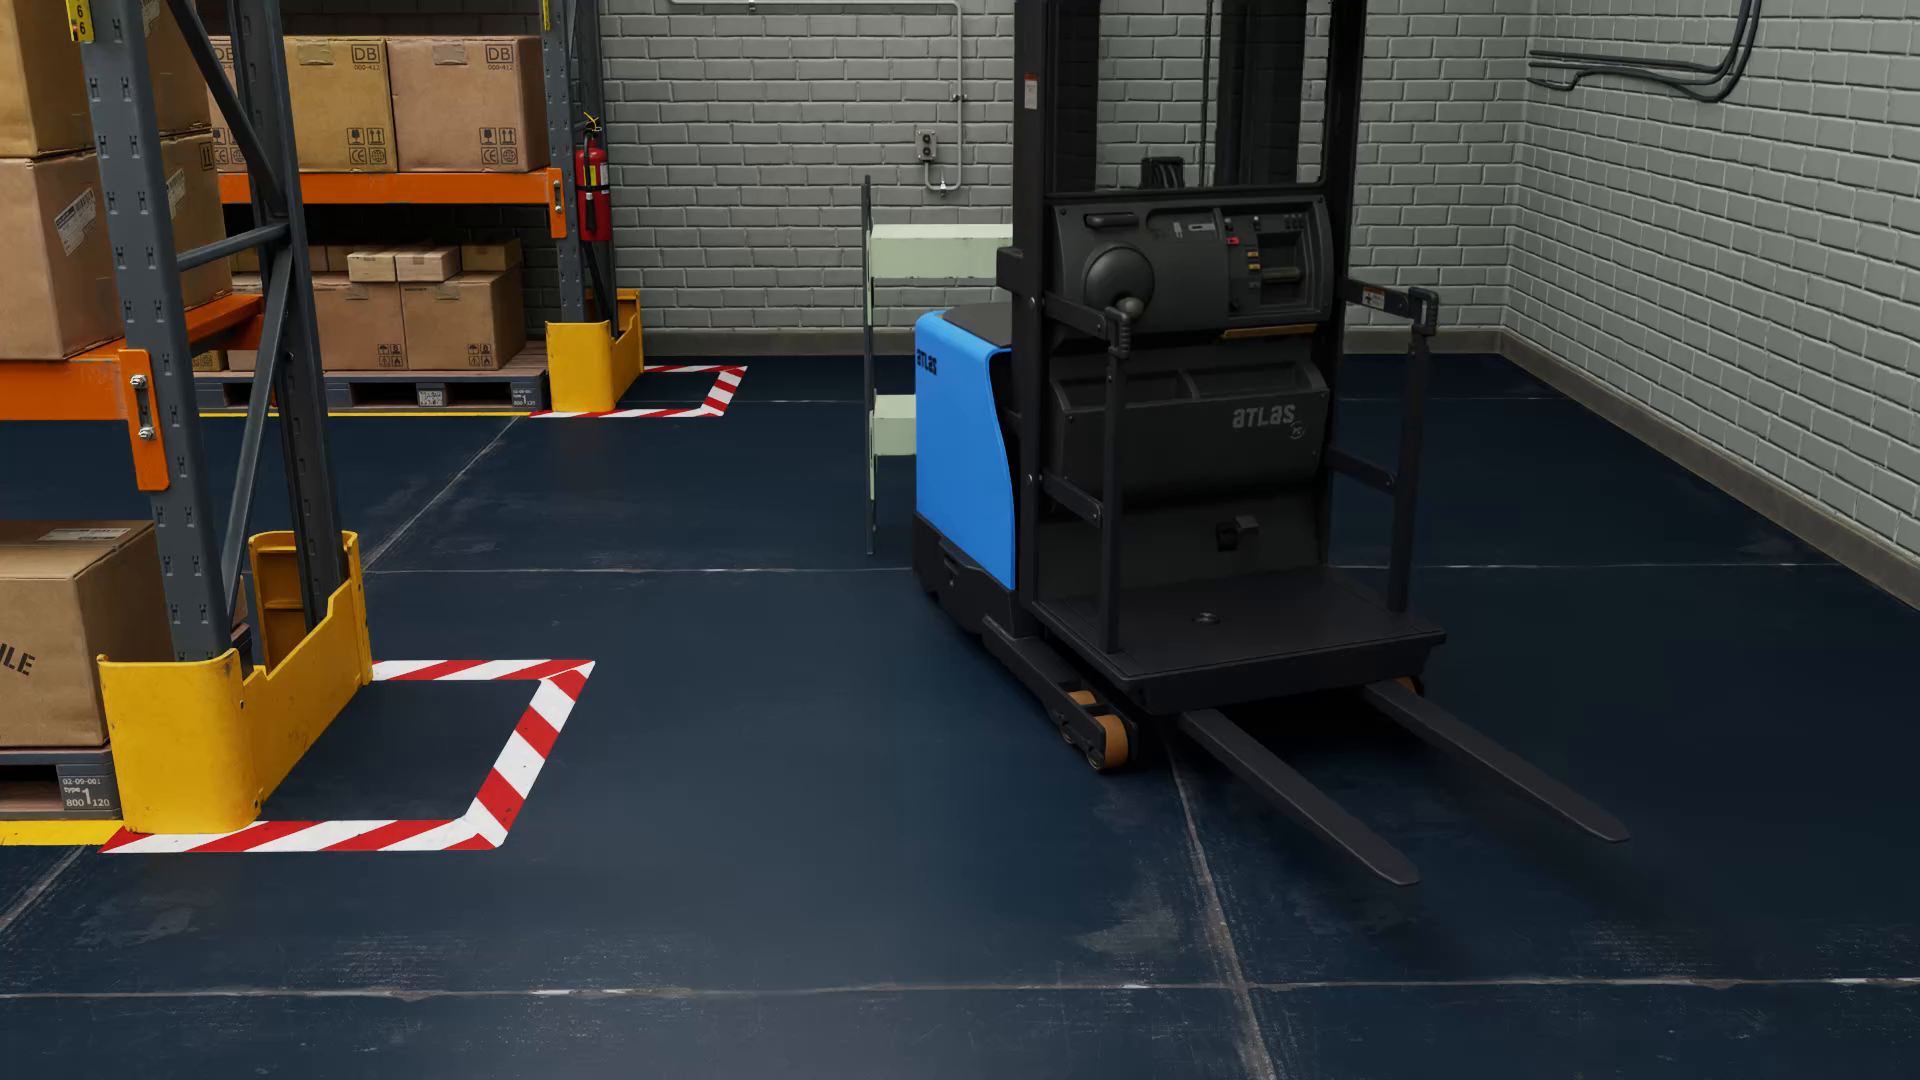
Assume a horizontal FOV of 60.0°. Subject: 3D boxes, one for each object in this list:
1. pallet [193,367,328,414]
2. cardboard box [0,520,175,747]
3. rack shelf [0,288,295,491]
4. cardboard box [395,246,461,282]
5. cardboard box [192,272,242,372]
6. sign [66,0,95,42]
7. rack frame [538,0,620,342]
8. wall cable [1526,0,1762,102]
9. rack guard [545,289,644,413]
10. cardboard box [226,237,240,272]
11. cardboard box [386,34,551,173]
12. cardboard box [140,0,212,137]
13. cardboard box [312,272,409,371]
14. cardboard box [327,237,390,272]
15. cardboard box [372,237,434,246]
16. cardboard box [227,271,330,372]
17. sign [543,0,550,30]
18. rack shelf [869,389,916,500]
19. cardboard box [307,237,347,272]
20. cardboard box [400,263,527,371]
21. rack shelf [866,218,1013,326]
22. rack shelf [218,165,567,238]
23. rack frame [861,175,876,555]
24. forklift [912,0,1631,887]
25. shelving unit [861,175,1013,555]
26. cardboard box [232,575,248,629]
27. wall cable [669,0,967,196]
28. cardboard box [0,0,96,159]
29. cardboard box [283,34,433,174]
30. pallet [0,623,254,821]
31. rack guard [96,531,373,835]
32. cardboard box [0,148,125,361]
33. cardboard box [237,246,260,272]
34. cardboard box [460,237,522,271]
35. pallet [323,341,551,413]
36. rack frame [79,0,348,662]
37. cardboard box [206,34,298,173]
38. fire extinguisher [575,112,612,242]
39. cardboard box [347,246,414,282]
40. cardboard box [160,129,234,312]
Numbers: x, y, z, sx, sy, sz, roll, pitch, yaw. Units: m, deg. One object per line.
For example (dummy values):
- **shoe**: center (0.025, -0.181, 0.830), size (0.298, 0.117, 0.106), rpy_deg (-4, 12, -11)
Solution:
- **pallet**: center (-4.161, -0.956, 9.682), size (1.213, 0.211, 1.003), rpy_deg (0, 18, -1)
- **cardboard box**: center (-2.604, 0.255, 4.714), size (0.500, 0.500, 0.500), rpy_deg (0, 18, -1)
- **rack shelf**: center (-4.064, -0.451, 4.722), size (4.000, 0.370, 1.077), rpy_deg (0, 18, -1)
- **cardboard box**: center (-2.970, -1.545, 9.296), size (0.250, 0.149, 0.380), rpy_deg (0, 18, -2)
- **cardboard box**: center (-4.381, -1.282, 9.540), size (0.500, 0.500, 0.700), rpy_deg (0, 18, 0)
- **sign**: center (-2.075, -1.336, 3.888), size (0.005, 0.325, 0.100), rpy_deg (0, 18, -1)
- **rack frame**: center (-2.146, -2.317, 9.358), size (0.127, 3.000, 1.000), rpy_deg (0, 18, -1)
- **wall cable**: center (3.515, -3.613, 8.661), size (0.112, 2.526, 3.097), rpy_deg (0, 18, -1)
- **rack guard**: center (-2.122, -1.126, 9.741), size (0.348, 0.500, 1.175), rpy_deg (0, 18, -1)
- **cardboard box**: center (-4.243, -1.655, 9.639), size (0.250, 0.149, 0.380), rpy_deg (-1, 18, -2)
- **cardboard box**: center (-2.656, -2.454, 9.295), size (0.700, 0.700, 0.980), rpy_deg (1, 18, 2)
- **cardboard box**: center (-2.512, -1.406, 4.718), size (0.500, 0.500, 0.500), rpy_deg (0, 18, 1)
- **cardboard box**: center (-3.345, -1.290, 9.563), size (0.500, 0.500, 0.700), rpy_deg (0, 18, -1)
- **cardboard box**: center (-3.479, -1.659, 9.652), size (0.250, 0.149, 0.380), rpy_deg (0, 18, 0)
- **cardboard box**: center (-3.229, -1.660, 9.655), size (0.250, 0.149, 0.380), rpy_deg (0, 18, -1)
- **cardboard box**: center (-3.848, -1.287, 9.555), size (0.500, 0.500, 0.700), rpy_deg (-1, 18, -3)
- **sign**: center (-2.151, -2.815, 8.629), size (0.005, 0.325, 0.100), rpy_deg (0, 18, -1)
- **rack shelf**: center (-0.007, -0.404, 6.918), size (0.720, 0.370, 0.431), rpy_deg (0, 18, -1)
- **cardboard box**: center (-3.734, -1.658, 9.647), size (0.250, 0.149, 0.380), rpy_deg (0, 18, 0)
- **cardboard box**: center (-2.844, -1.292, 9.570), size (0.500, 0.500, 0.700), rpy_deg (0, 18, -1)
- **rack shelf**: center (-0.007, -1.086, 6.699), size (0.720, 0.370, 0.431), rpy_deg (0, 18, -1)
- **rack shelf**: center (-4.146, -1.964, 9.438), size (4.000, 0.370, 1.077), rpy_deg (0, 18, -1)
- **rack frame**: center (-0.373, -0.712, 6.813), size (0.023, 1.500, 0.400), rpy_deg (0, 18, -1)
- **forklift**: center (0.803, -0.856, 4.918), size (1.130, 2.935, 3.031), rpy_deg (-6, 19, -19)
- **shelving unit**: center (-0.007, -0.714, 6.818), size (0.755, 1.500, 0.431), rpy_deg (0, 18, -1)
- **cardboard box**: center (-2.488, 0.241, 5.331), size (0.250, 0.149, 0.380), rpy_deg (0, 18, -1)
- **wall cable**: center (-0.881, -3.095, 10.123), size (1.851, 1.984, 0.084), rpy_deg (0, 18, -1)
- **cardboard box**: center (-2.505, -1.241, 4.206), size (0.500, 0.500, 0.500), rpy_deg (0, 18, -1)
- **cardboard box**: center (-3.383, -2.447, 9.274), size (0.700, 0.700, 0.980), rpy_deg (0, 18, -1)
- **pallet**: center (-2.937, 0.529, 5.054), size (1.213, 0.211, 1.003), rpy_deg (0, 18, -1)
- **rack guard**: center (-2.140, 0.387, 5.023), size (0.348, 0.500, 1.175), rpy_deg (0, 18, -1)
- **cardboard box**: center (-2.508, -0.766, 4.361), size (0.500, 0.500, 0.500), rpy_deg (0, 18, 1)
- **cardboard box**: center (-3.990, -1.656, 9.643), size (0.250, 0.149, 0.380), rpy_deg (0, 18, 0)
- **cardboard box**: center (-2.723, -1.663, 9.664), size (0.250, 0.149, 0.380), rpy_deg (0, 18, 0)
- **pallet**: center (-2.944, -0.961, 9.698), size (1.213, 0.211, 1.003), rpy_deg (0, 18, -1)
- **rack frame**: center (-2.064, -0.804, 4.642), size (0.127, 3.000, 1.000), rpy_deg (0, 18, -1)
- **cardboard box**: center (-4.146, -2.446, 9.271), size (0.700, 0.700, 0.980), rpy_deg (-1, 18, -4)
- **fire extinguisher**: center (-1.988, -1.962, 8.990), size (0.183, 0.674, 0.296), rpy_deg (0, 18, -1)
- **cardboard box**: center (-3.226, -1.543, 9.291), size (0.250, 0.149, 0.380), rpy_deg (0, 18, 1)
- **cardboard box**: center (-2.512, -0.930, 4.871), size (0.500, 0.500, 0.500), rpy_deg (0, 18, 0)
